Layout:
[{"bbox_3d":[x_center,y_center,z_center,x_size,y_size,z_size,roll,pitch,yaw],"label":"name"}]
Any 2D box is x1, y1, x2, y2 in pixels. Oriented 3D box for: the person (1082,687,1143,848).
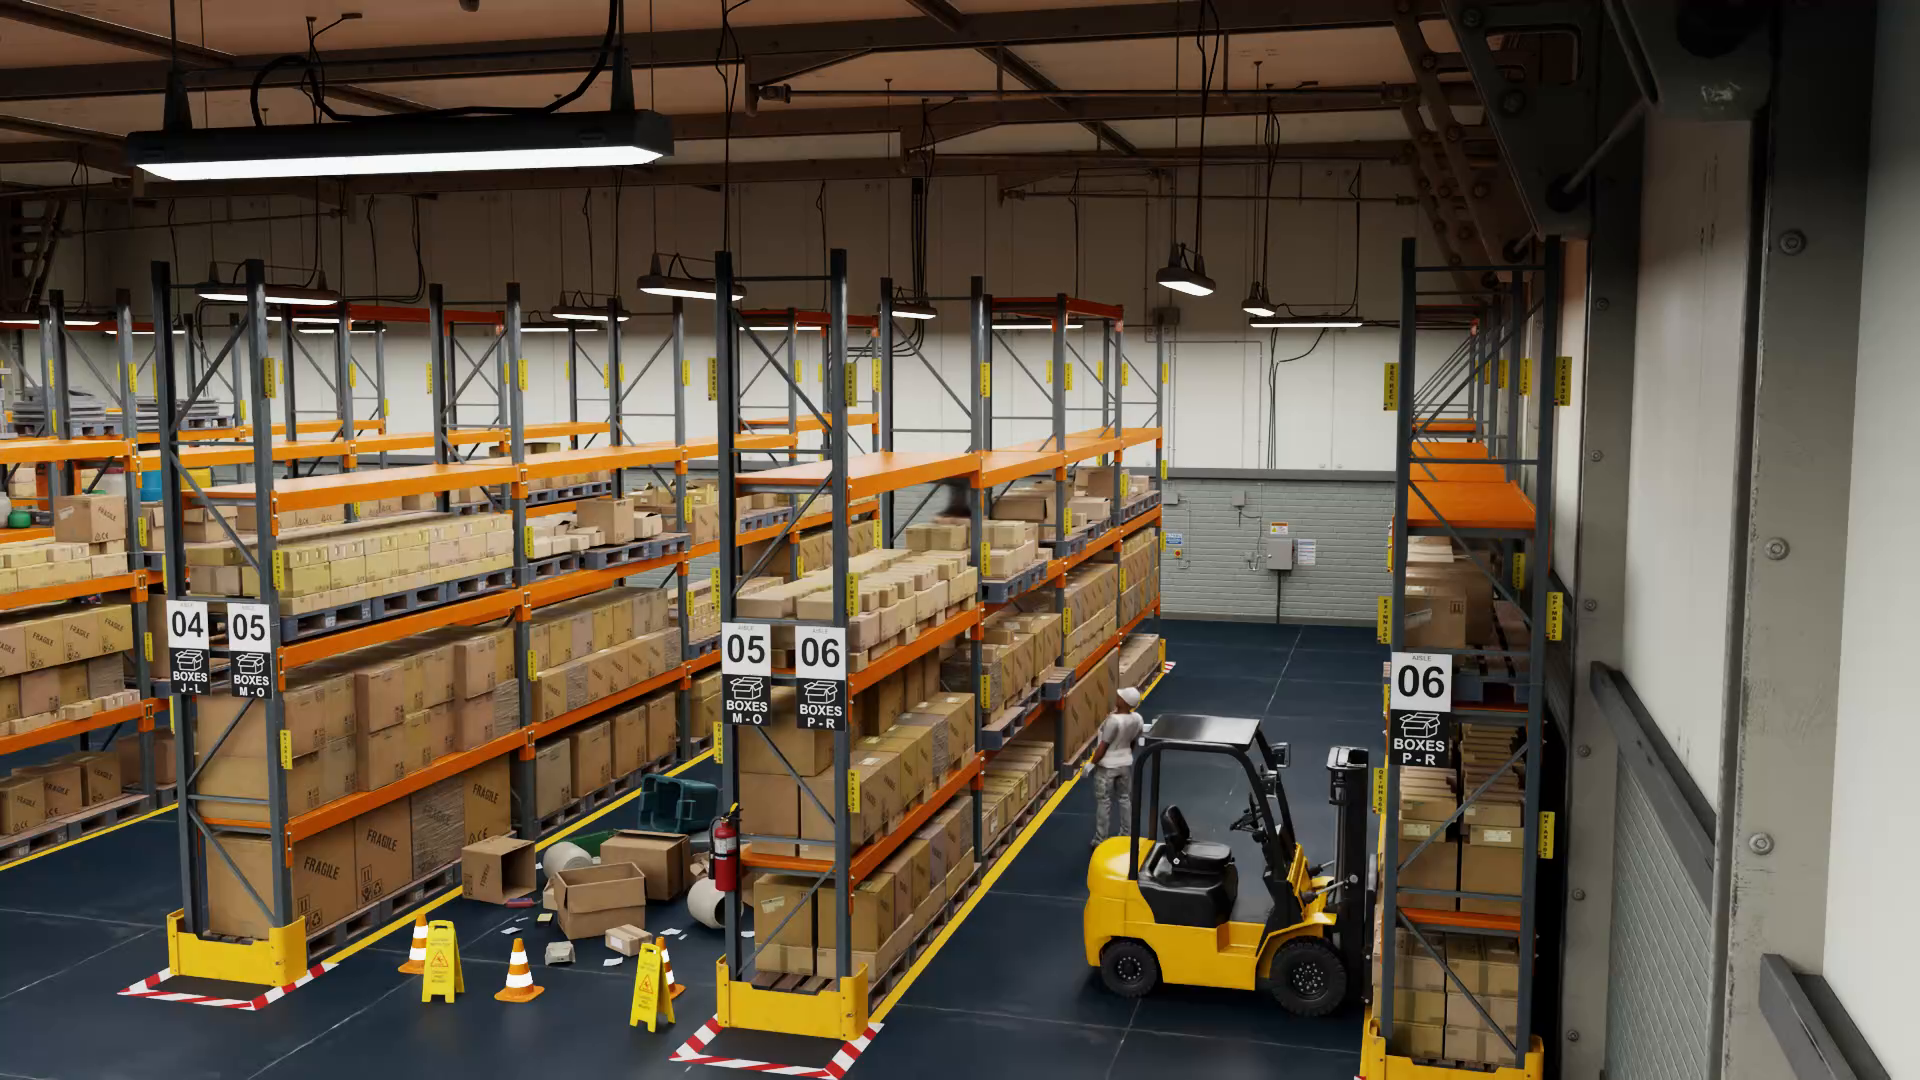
[{"bbox_3d":[1.629,2.429,17.753,0.653,1.757,0.505,-4,7,-31],"label":"person"}]
